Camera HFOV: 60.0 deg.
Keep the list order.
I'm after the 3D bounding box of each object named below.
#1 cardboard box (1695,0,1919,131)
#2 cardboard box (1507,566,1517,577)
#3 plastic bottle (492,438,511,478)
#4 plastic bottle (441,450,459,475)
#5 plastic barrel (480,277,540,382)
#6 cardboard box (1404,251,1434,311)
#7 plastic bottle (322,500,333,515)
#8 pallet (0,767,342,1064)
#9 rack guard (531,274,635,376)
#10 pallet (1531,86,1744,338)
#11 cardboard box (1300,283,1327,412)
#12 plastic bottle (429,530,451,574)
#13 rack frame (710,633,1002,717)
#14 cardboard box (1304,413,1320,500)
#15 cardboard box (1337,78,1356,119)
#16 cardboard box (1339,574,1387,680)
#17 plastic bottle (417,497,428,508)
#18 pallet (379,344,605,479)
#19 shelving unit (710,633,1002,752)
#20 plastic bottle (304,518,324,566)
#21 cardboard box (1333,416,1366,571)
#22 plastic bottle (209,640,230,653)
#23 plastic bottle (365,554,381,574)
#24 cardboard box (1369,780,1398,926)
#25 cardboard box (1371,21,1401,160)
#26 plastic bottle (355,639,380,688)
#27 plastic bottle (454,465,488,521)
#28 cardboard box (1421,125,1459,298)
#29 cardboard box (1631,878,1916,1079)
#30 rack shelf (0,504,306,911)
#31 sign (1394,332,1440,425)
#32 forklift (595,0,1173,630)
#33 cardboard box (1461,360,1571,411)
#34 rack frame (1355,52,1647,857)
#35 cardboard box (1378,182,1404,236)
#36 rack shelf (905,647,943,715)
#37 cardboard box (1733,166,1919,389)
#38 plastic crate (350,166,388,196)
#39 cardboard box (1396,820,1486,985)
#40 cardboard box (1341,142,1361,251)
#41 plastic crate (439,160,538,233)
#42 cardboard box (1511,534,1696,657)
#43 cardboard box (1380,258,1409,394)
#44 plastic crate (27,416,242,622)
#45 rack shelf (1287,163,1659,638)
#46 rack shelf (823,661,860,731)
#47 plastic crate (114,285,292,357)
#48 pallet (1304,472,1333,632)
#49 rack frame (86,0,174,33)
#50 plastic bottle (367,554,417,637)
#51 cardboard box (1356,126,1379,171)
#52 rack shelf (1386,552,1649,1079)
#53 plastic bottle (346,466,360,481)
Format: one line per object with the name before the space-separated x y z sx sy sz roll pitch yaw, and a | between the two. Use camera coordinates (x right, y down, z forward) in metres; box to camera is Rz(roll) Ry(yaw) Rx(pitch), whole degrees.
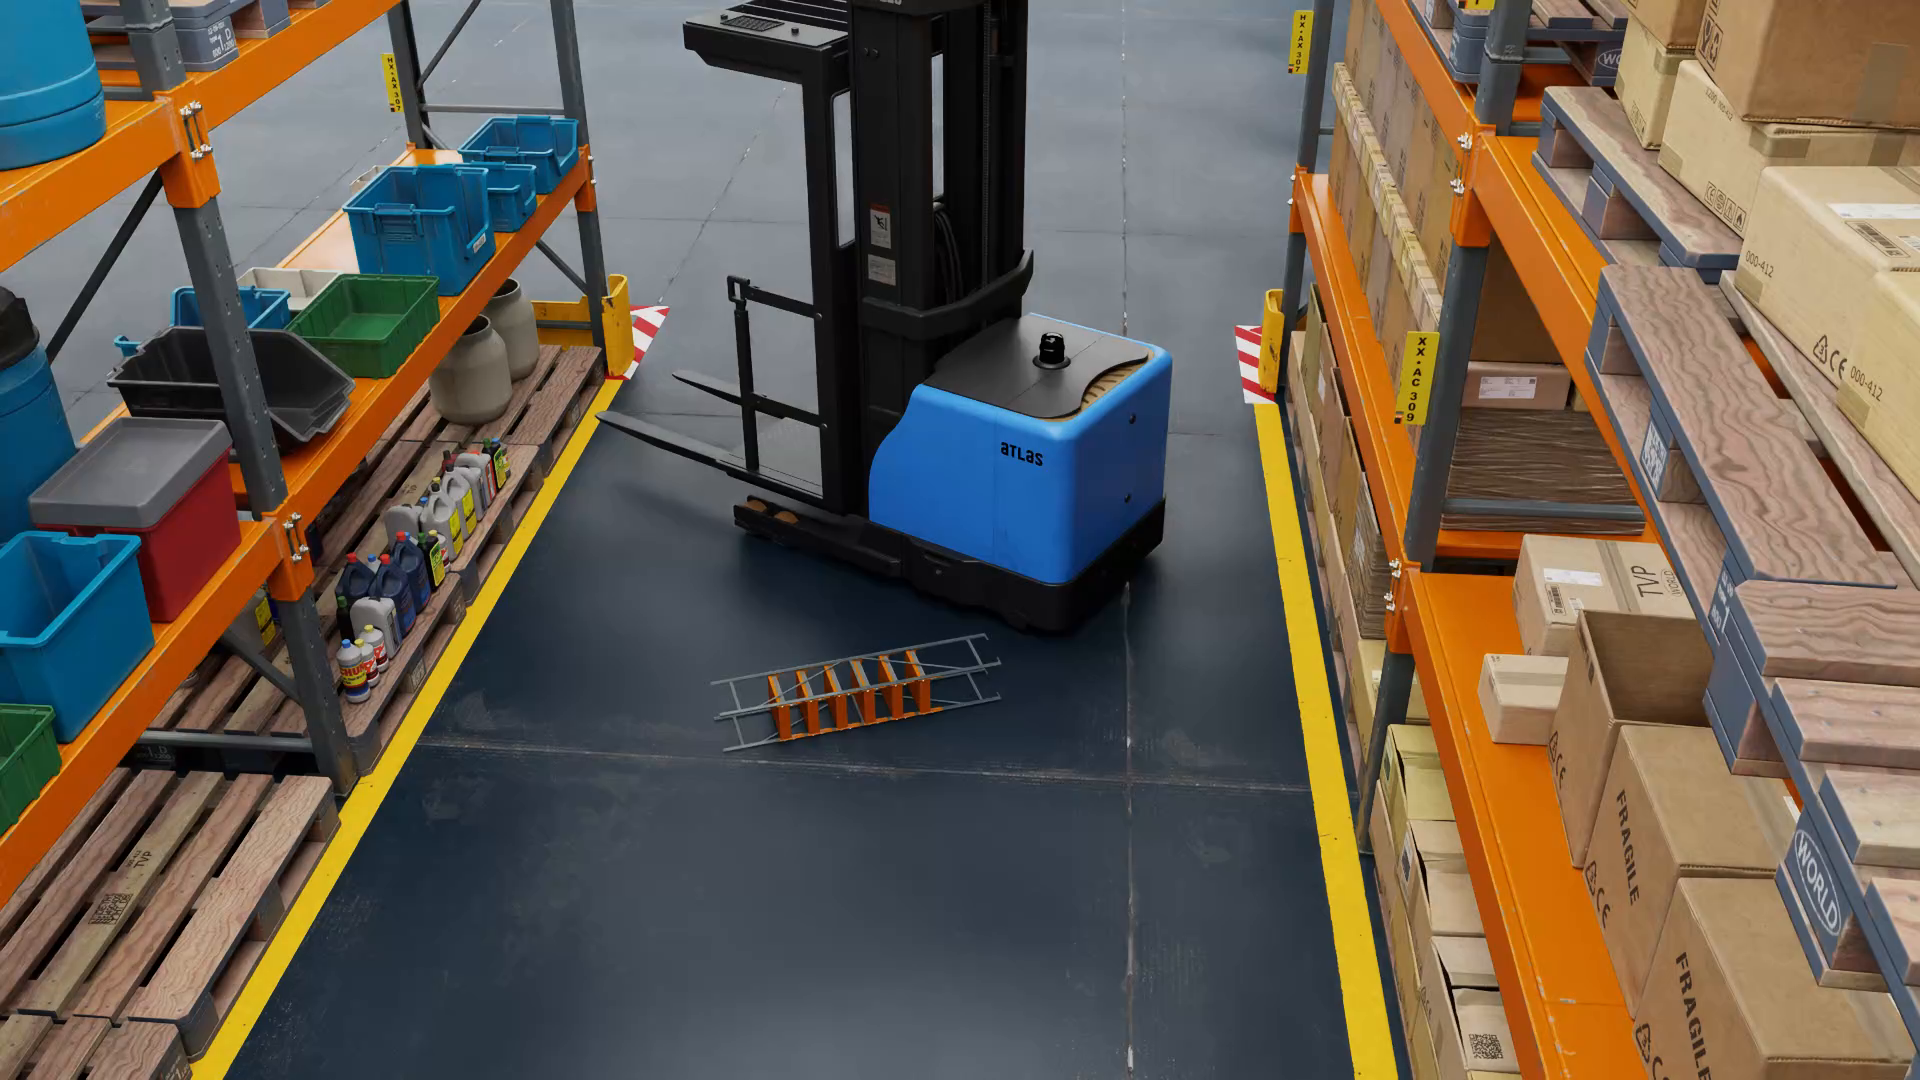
cardboard box | 1.903 -1.183 3.479 0.500 0.500 0.500 5 32 9
cardboard box | 2.365 0.352 6.325 0.500 0.500 0.500 2 32 4
plastic bottle | -2.308 -0.413 8.309 0.097 0.201 0.097 0 32 0
plastic bottle | -2.462 -0.322 8.083 0.061 0.283 0.133 2 32 4
plastic barrel | -2.573 -1.169 9.258 0.421 0.512 0.421 0 32 0
cardboard box | 1.885 -0.965 6.243 0.380 0.149 0.250 2 32 4
plastic bottle | -3.090 -0.256 7.987 0.097 0.271 0.097 0 32 0
pallet | -2.946 1.295 5.948 1.003 0.211 1.213 2 32 4
rack guard | -2.555 -1.290 9.867 1.175 0.500 0.348 2 32 4
pallet | 1.957 -0.825 4.053 0.805 0.209 1.217 1 32 2
cardboard box | 2.037 -0.978 8.483 0.500 0.500 0.500 2 32 4
plastic bottle | -2.380 0.049 7.559 0.097 0.201 0.097 0 32 0
rack frame | -0.432 0.561 6.979 1.200 0.006 0.240 -9 33 -14
cardboard box | 1.998 -0.397 8.256 0.500 0.250 0.500 2 32 4
cardboard box | 2.076 -2.167 8.194 0.380 0.149 0.250 2 32 3
cardboard box | 1.886 0.388 6.982 0.500 0.250 0.500 2 32 4
plastic bottle | -2.501 -0.106 7.810 0.097 0.201 0.097 0 32 0
pallet | -2.626 -0.743 9.254 1.003 0.211 1.213 2 32 4
shelving unit | -0.432 0.639 7.027 1.200 0.189 0.258 -9 33 -14
plastic bottle | -2.991 -0.034 7.617 0.061 0.283 0.133 2 32 4
cardboard box | 1.925 -0.193 7.210 0.500 0.500 0.500 2 32 4
plastic bottle | -3.156 0.287 7.031 0.144 0.351 0.185 2 32 3
plastic bottle | -2.550 0.184 7.273 0.097 0.271 0.097 0 32 0
cardboard box | 1.736 1.101 5.825 0.500 0.250 0.500 2 32 3
cardboard box | 2.208 -1.968 7.252 0.700 0.500 0.500 3 32 4
plastic bottle | -2.450 0.498 6.830 0.097 0.201 0.097 0 32 0
plastic bottle | -2.367 -0.242 7.960 0.152 0.276 0.135 2 32 3
cardboard box | 2.085 -1.183 5.978 0.700 0.500 0.500 2 32 4
cardboard box | 1.810 1.080 3.543 0.500 0.500 0.500 1 32 1
rack shelf | -3.084 1.047 4.377 1.077 0.370 4.000 2 32 4
sign | 1.462 -0.516 5.328 0.100 0.325 0.005 2 32 4
forklift | -0.518 -1.430 7.776 3.031 2.935 1.130 19 37 28
cardboard box | 1.824 -0.561 5.588 0.380 0.149 0.250 2 32 4
rack frame | 2.015 -0.091 5.539 1.000 3.000 0.127 2 32 4
cardboard box | 1.948 -1.364 6.891 0.380 0.149 0.250 3 32 6
rack shelf | -0.160 0.594 7.096 0.103 0.180 0.258 -9 33 -14
cardboard box | 1.799 -0.486 3.063 0.500 0.250 0.500 0 32 0
plastic crate | -2.989 -1.830 8.612 0.298 0.136 0.250 2 32 4
cardboard box | 1.688 1.129 5.245 0.500 0.311 0.500 2 32 3
cardboard box | 2.252 -1.707 8.065 0.700 0.500 0.500 3 32 5
plastic crate | -2.397 -1.719 8.322 0.499 0.251 0.408 2 32 4
cardboard box | 2.019 0.232 5.157 0.500 0.250 0.500 4 32 7
cardboard box | 2.127 -0.904 6.763 0.700 0.500 0.500 3 32 5
plastic crate | -2.656 -0.066 5.437 0.402 0.464 0.583 2 32 4
rack shelf | 2.178 -0.831 7.425 1.077 0.370 4.000 2 32 4
rack shelf | -0.504 0.651 7.008 0.103 0.180 0.258 -9 33 -14
plastic crate | -3.102 -0.832 6.882 0.499 0.251 0.616 2 32 4
pallet | 2.219 0.042 7.980 1.003 0.211 1.213 2 32 4
rack frame | -2.921 -2.859 4.311 1.000 3.000 0.127 2 32 4
plastic bottle | -2.442 0.231 7.121 0.144 0.351 0.185 3 32 5
cardboard box | 2.012 -1.766 7.542 0.380 0.149 0.250 1 32 2
rack shelf | 1.853 1.261 4.031 1.077 0.370 4.000 2 32 4
plastic bottle | -3.062 -0.403 8.293 0.097 0.201 0.097 0 32 0
